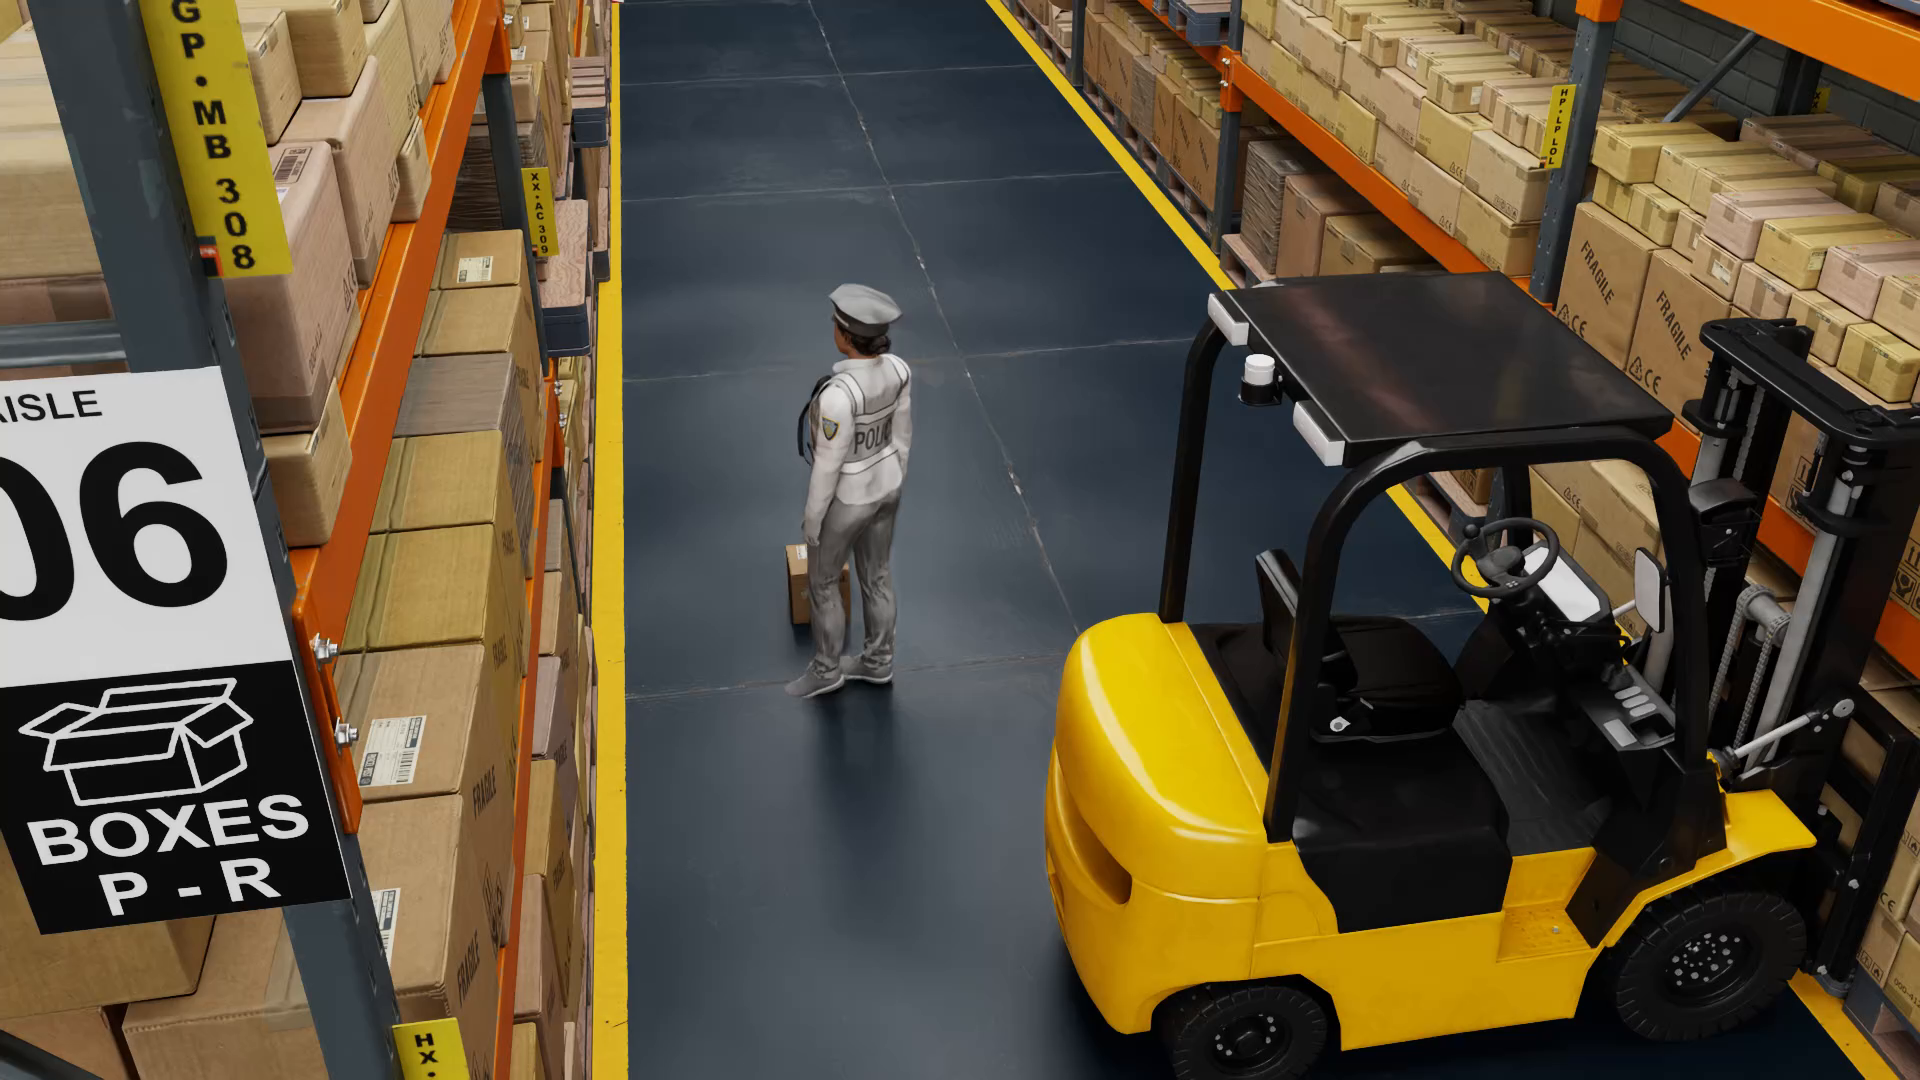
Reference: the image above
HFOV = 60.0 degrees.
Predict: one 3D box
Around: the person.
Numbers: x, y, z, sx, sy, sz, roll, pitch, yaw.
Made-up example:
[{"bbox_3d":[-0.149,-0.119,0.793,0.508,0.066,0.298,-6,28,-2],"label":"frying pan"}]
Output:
[{"bbox_3d":[-0.431,-0.146,6.402,0.402,1.737,0.539,21,37,31],"label":"person"}]
